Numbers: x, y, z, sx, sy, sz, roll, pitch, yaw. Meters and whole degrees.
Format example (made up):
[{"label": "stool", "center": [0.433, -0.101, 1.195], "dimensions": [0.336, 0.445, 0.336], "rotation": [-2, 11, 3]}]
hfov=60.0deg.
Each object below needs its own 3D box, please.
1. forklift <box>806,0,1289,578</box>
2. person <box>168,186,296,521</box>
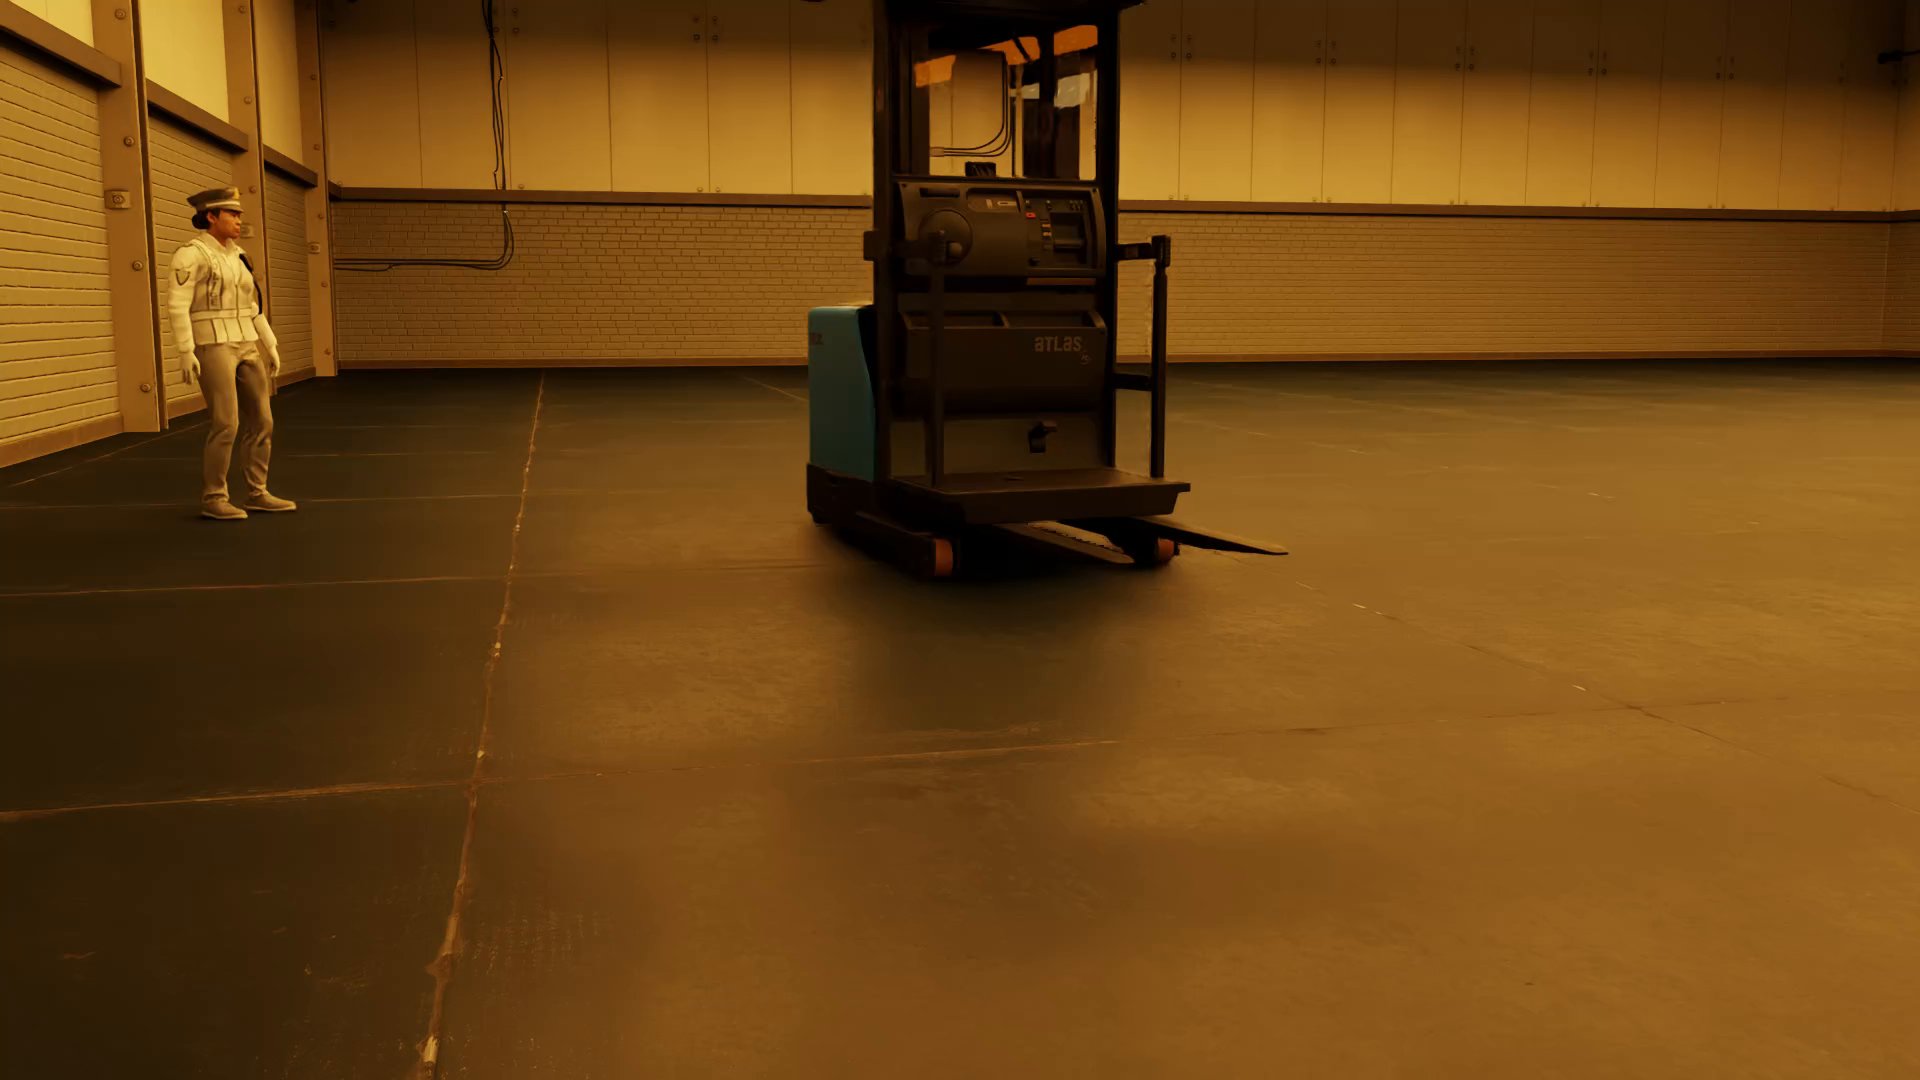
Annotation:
[{"label": "forklift", "center": [0.268, -1.364, 6.882], "dimensions": [1.130, 2.935, 3.031], "rotation": [-3, 9, -22]}, {"label": "person", "center": [-3.734, -0.958, 8.518], "dimensions": [0.379, 1.676, 0.632], "rotation": [2, 8, 16]}]
